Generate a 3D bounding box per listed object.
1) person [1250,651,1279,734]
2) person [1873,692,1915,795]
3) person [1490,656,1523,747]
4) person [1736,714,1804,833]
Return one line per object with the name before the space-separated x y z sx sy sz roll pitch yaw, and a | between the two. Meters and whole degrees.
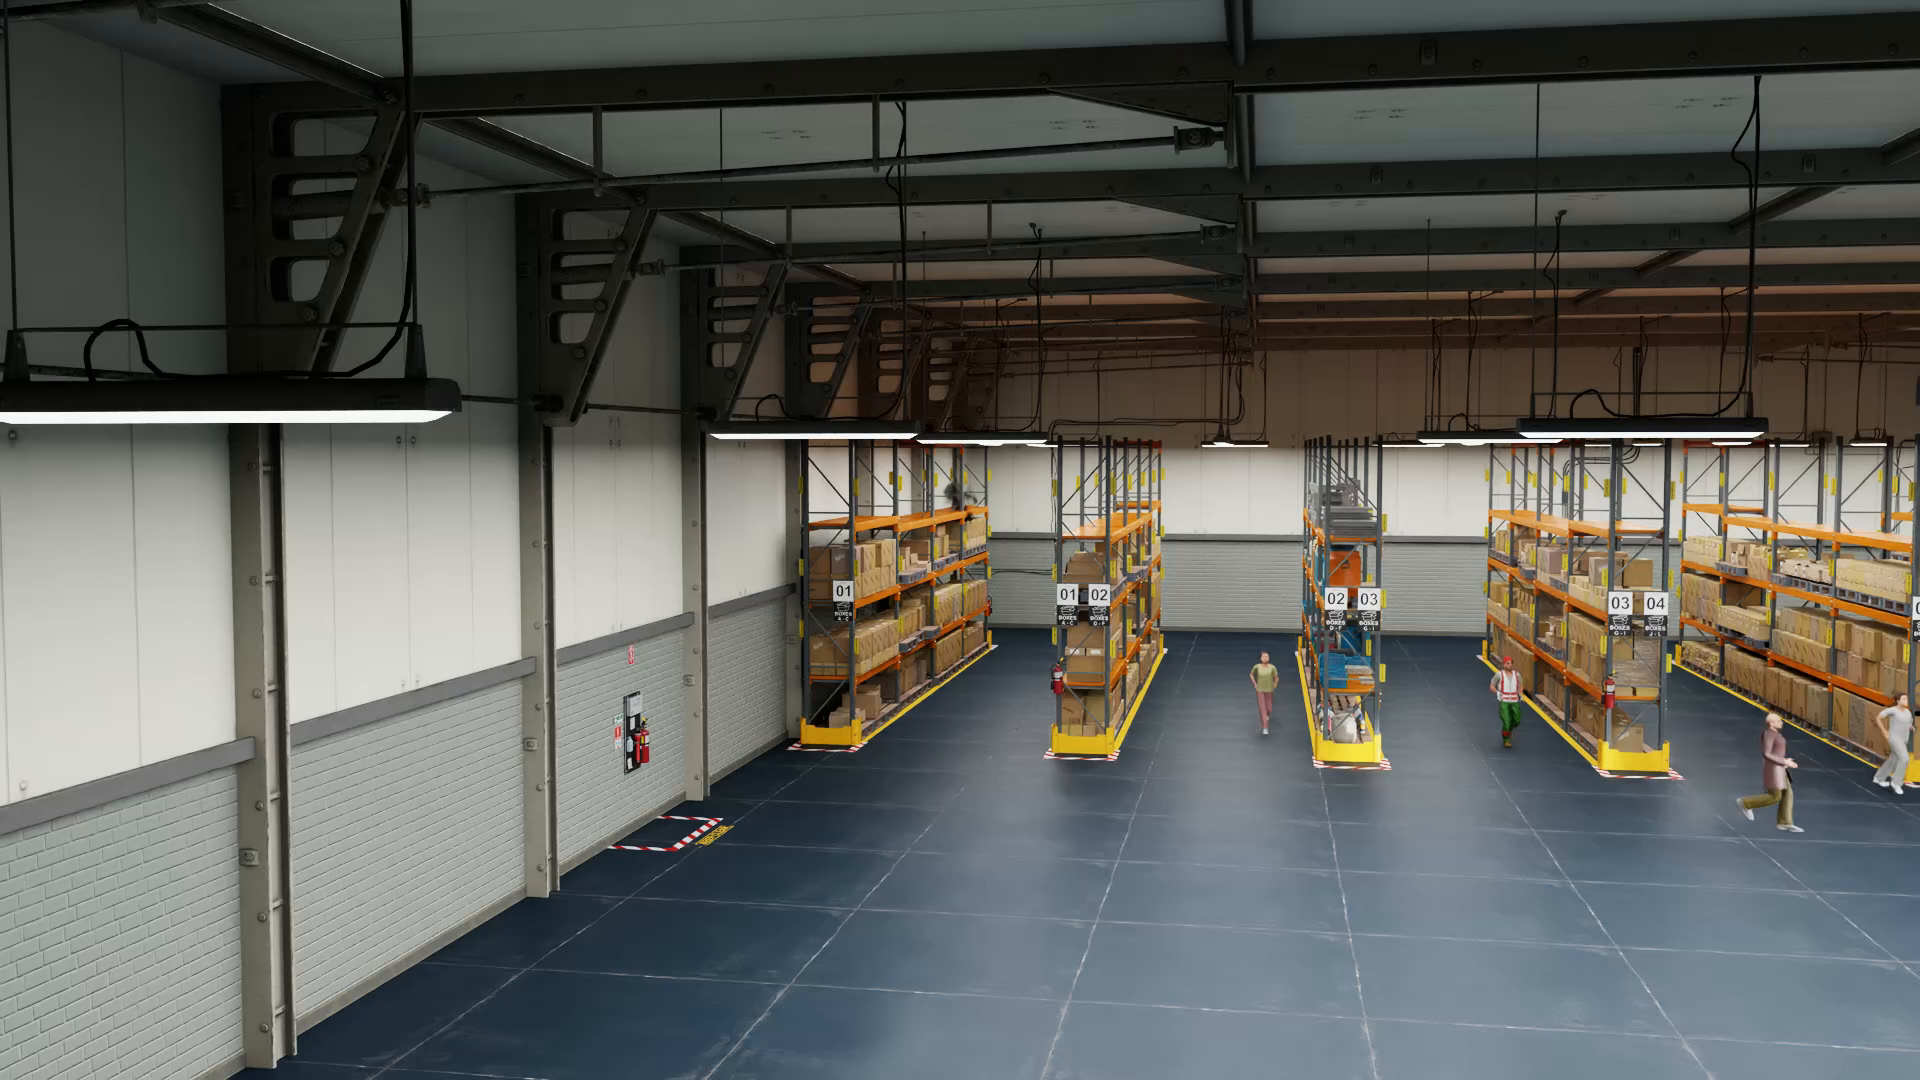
person | 6.192 3.084 33.839 0.580 1.649 0.747 0 3 6
person | 15.715 3.398 27.927 0.546 1.713 0.703 -1 3 -23
person | 10.574 3.116 32.084 0.652 1.738 0.615 0 3 2
person | 12.231 3.492 25.058 0.923 1.764 0.711 2 4 34
